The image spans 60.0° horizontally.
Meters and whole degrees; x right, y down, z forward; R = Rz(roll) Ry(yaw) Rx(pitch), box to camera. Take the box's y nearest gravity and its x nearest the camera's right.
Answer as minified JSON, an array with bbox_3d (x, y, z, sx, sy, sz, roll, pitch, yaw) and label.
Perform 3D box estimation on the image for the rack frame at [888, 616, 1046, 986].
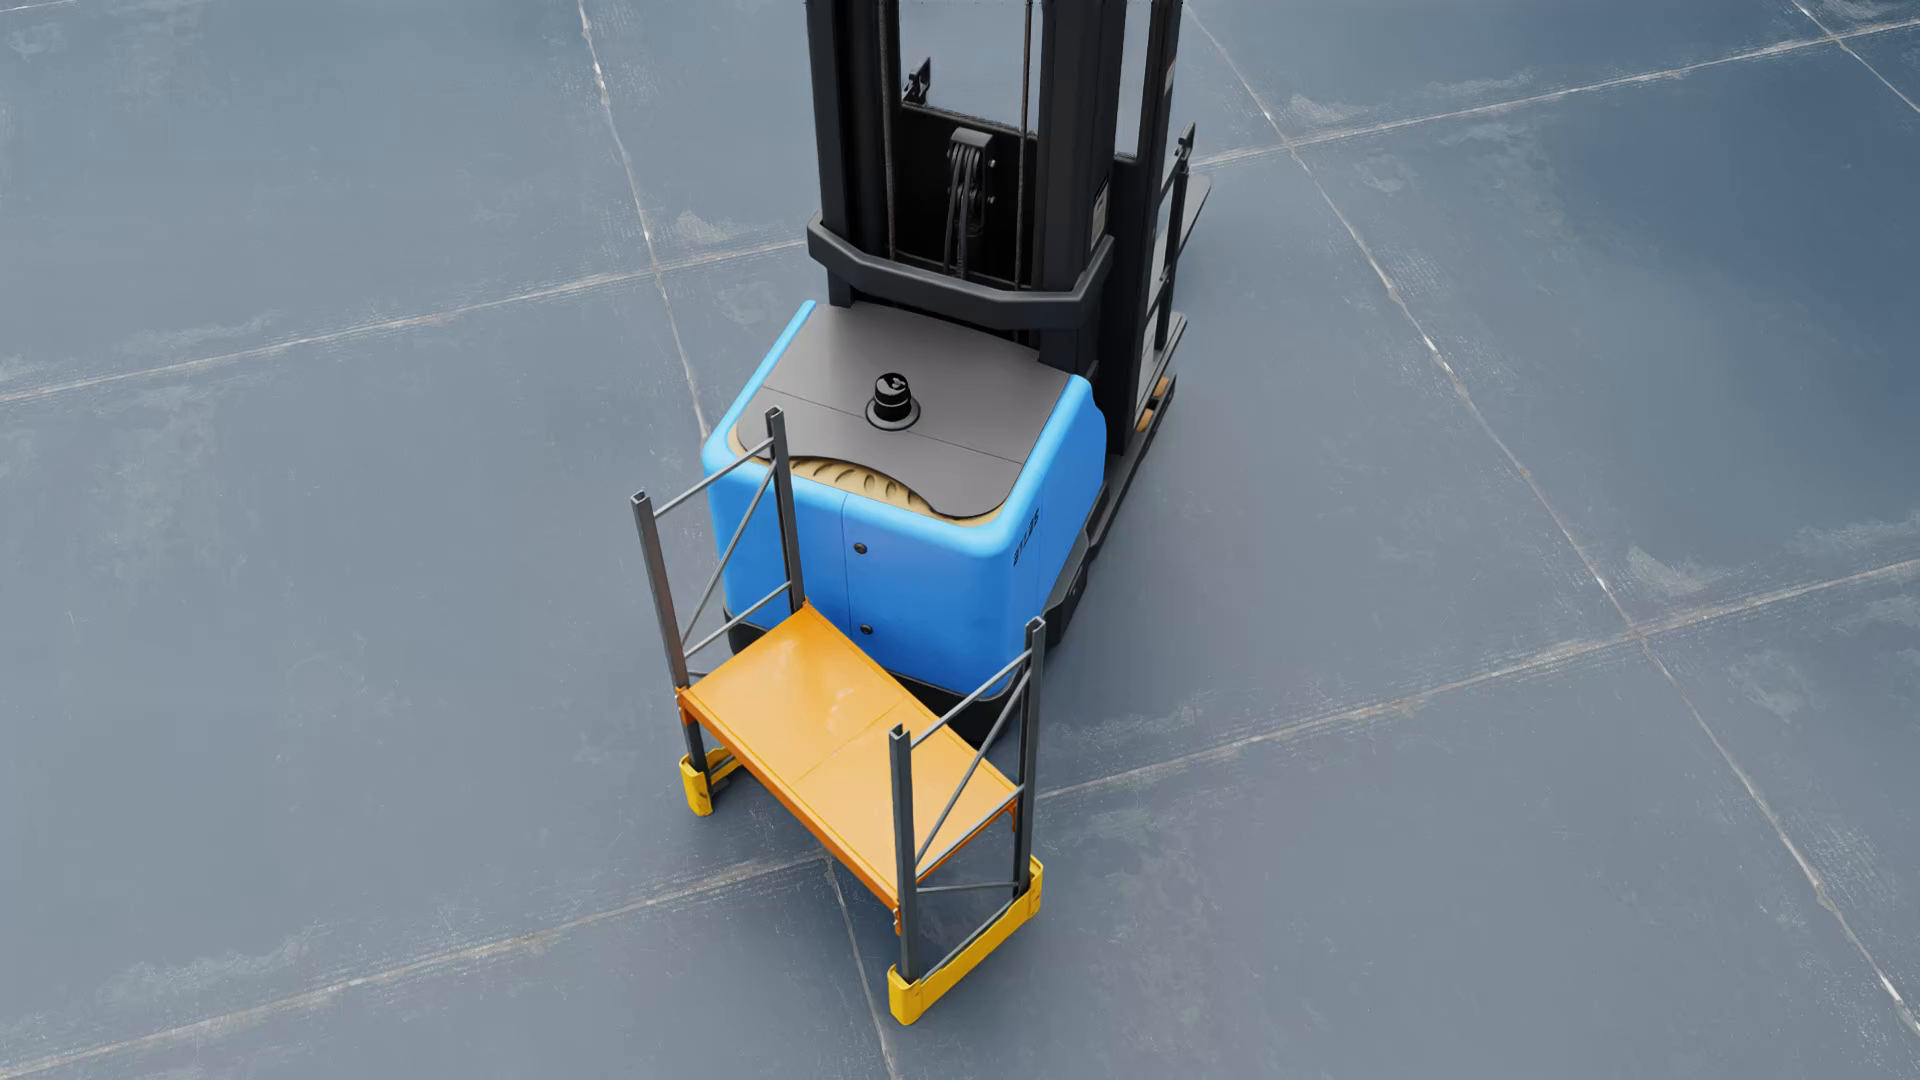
[{"bbox_3d":[0.022,0.811,4.585,0.500,1.500,0.032,-36,59,-26],"label":"rack frame"}]

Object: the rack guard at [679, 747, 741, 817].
[{"bbox_3d":[-0.665,0.662,5.529,0.587,0.250,0.087,-36,59,-26],"label":"rack guard"}]

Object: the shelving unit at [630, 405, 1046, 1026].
[{"bbox_3d":[-0.322,0.535,4.818,0.587,1.500,1.083,-36,59,-26],"label":"shelving unit"}]

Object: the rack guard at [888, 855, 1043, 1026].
[{"bbox_3d":[0.021,1.213,5.064,0.587,0.250,0.087,-36,59,-26],"label":"rack guard"}]

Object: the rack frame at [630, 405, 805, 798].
[{"bbox_3d":[-0.679,0.248,5.060,0.500,1.500,0.032,-36,59,-26],"label":"rack frame"}]

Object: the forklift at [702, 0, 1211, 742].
[{"bbox_3d":[0.216,-1.419,5.529,1.130,2.935,3.031,17,52,14],"label":"forklift"}]

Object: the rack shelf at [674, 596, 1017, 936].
[{"bbox_3d":[-0.328,0.646,4.960,0.538,0.185,1.000,-36,59,-26],"label":"rack shelf"}]
